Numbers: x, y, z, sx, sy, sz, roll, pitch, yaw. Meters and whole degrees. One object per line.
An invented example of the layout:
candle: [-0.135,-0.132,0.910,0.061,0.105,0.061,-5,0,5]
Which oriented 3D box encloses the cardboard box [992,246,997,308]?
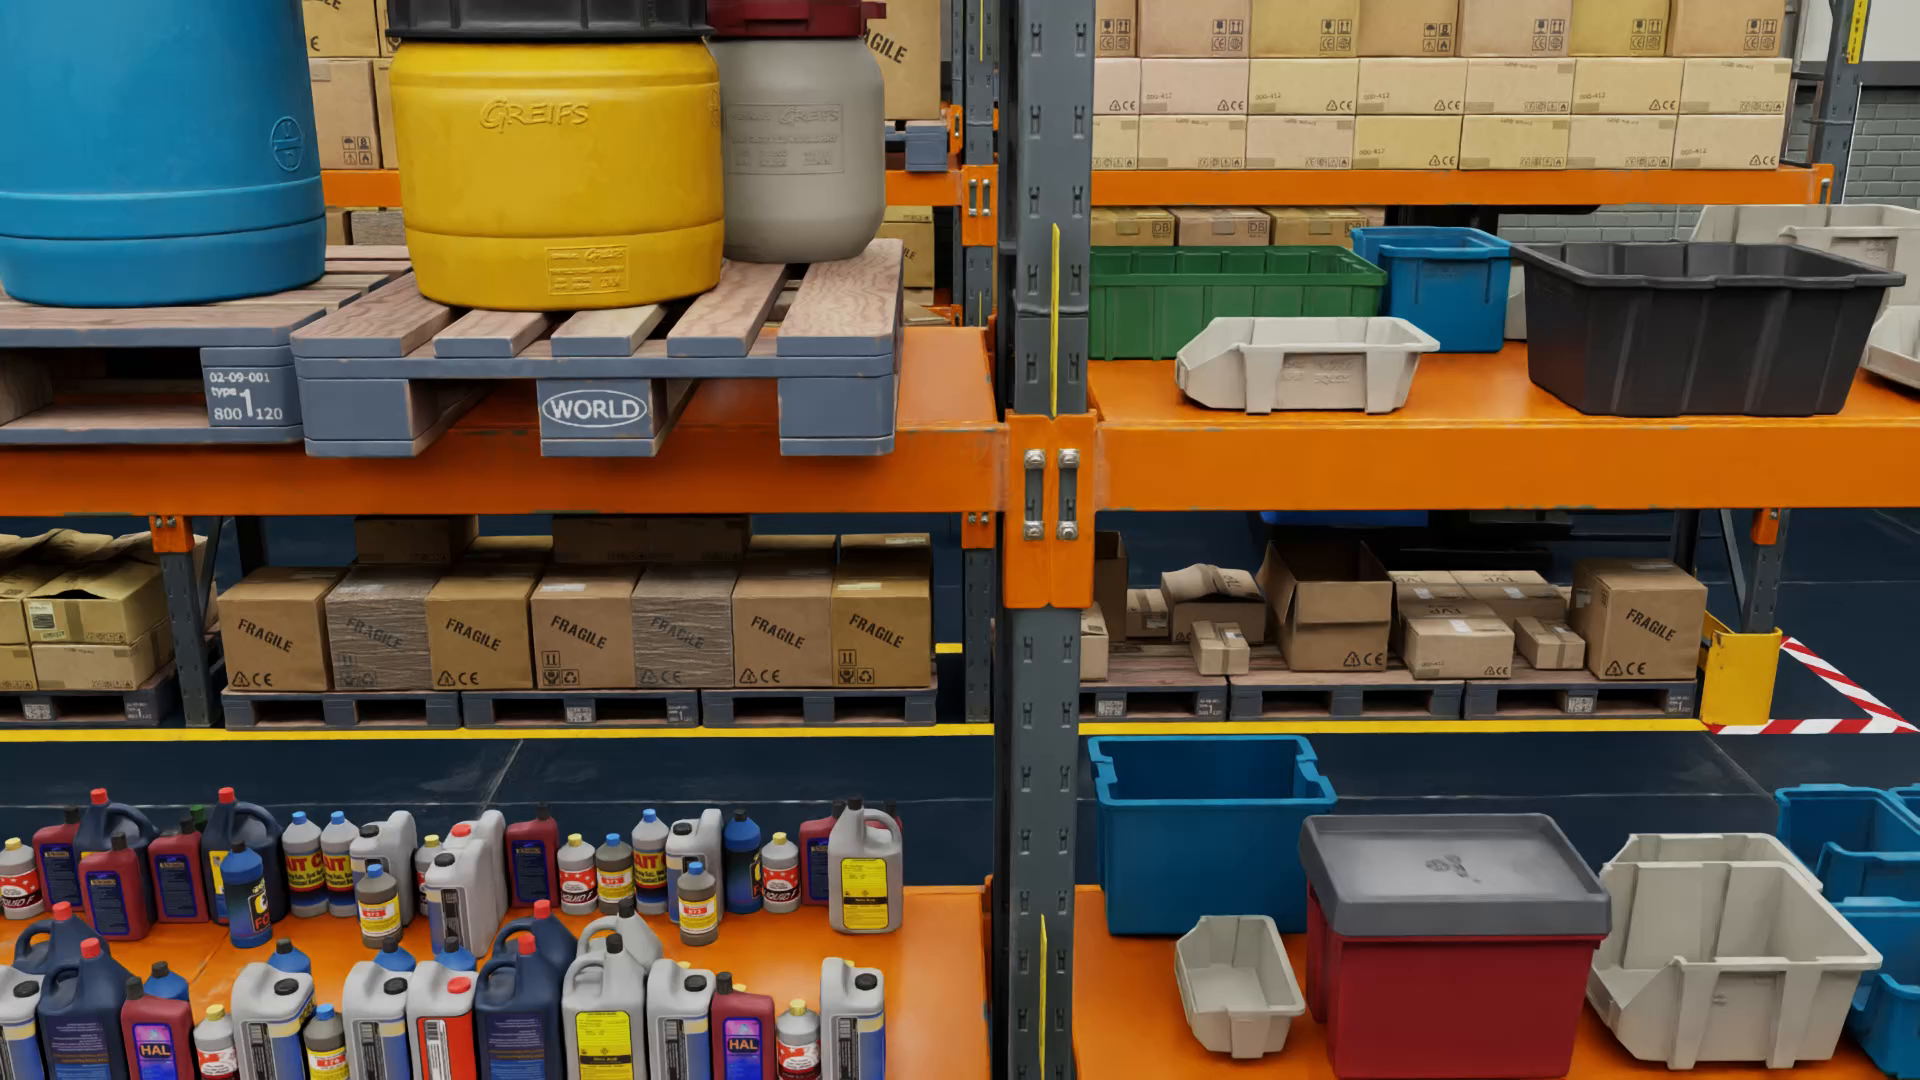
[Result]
cardboard box: [0.545,-2.285,13.270,0.700,0.700,0.980,0,18,0]

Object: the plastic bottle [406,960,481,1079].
plastic bottle: [-1.100,1.045,3.583,0.135,0.276,0.152,0,18,-1]

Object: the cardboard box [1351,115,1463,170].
cardboard box: [2.074,-1.922,7.964,0.500,0.250,0.500,0,18,-1]

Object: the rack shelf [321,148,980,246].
rack shelf: [-1.916,-1.708,8.228,4.000,0.370,1.077,0,18,-1]

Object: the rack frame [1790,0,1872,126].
rack frame: [4.083,-3.508,7.750,0.127,3.000,1.000,0,18,-1]

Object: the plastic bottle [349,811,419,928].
plastic bottle: [-1.468,0.832,4.248,0.135,0.276,0.152,0,18,-1]

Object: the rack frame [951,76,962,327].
rack frame: [0.002,-2.145,13.323,0.127,3.000,1.000,0,18,-1]

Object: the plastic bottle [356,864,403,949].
plastic bottle: [-1.448,0.905,4.141,0.097,0.201,0.097,0,18,0]

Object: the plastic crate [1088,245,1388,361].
plastic crate: [0.577,-0.541,3.759,0.662,0.188,0.450,0,18,-1]

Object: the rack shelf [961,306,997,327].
rack shelf: [2.002,-1.812,13.463,4.000,0.370,1.077,0,18,-1]

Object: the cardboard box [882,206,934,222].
cardboard box: [-0.461,-2.620,12.894,0.500,0.250,0.500,0,18,0]

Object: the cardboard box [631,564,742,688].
cardboard box: [-1.401,0.441,8.634,0.500,0.500,0.500,0,18,0]

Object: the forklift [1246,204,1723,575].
forklift: [3.519,-1.336,10.913,3.031,2.935,1.130,1,18,3]

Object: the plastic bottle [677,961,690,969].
plastic bottle: [-0.616,1.040,3.720,0.097,0.201,0.097,0,18,0]

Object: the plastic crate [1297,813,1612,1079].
plastic crate: [1.055,0.894,3.646,0.583,0.464,0.402,0,18,-1]

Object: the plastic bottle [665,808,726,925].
plastic bottle: [-0.676,0.828,4.260,0.135,0.276,0.152,0,18,-1]

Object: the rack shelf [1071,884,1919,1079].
rack shelf: [2.158,1.214,4.030,4.000,0.370,1.077,0,18,-1]

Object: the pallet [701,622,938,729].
pallet: [-0.729,0.711,8.984,1.213,0.211,1.003,0,18,-1]

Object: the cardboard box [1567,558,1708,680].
cardboard box: [3.544,0.407,8.739,0.500,0.500,0.500,0,18,-1]

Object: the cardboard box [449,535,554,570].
cardboard box: [-2.467,0.290,9.106,0.500,0.500,0.500,-1,18,-3]

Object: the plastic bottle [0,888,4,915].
plastic bottle: [-2.513,0.864,4.270,0.097,0.201,0.097,0,18,0]

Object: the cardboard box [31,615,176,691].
cardboard box: [-4.438,0.574,8.662,0.500,0.250,0.500,0,18,0]

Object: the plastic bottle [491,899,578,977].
plastic bottle: [-0.943,0.966,3.707,0.185,0.351,0.144,0,18,-1]

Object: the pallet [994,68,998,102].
pallet: [0.820,-3.532,12.881,1.213,0.211,1.003,0,18,-1]

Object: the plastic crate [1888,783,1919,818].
plastic crate: [2.589,0.820,4.257,0.300,0.233,0.416,0,18,-1]

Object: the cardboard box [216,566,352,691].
cardboard box: [-3.456,0.453,8.596,0.500,0.500,0.500,0,18,1]

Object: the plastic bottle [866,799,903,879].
plastic bottle: [-0.215,0.808,4.309,0.133,0.283,0.061,0,18,-1]

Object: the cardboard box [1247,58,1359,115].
cardboard box: [1.574,-2.155,7.871,0.500,0.250,0.500,0,18,-1]

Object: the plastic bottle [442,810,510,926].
plastic bottle: [-1.236,0.830,4.251,0.135,0.276,0.152,0,18,-1]

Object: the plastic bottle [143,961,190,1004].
plastic bottle: [-1.716,1.040,3.606,0.097,0.271,0.097,0,18,0]

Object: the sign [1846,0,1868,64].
sign: [4.072,-2.331,7.545,0.005,0.325,0.100,0,18,-1]

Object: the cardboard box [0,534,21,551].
cardboard box: [-5.479,0.149,9.067,0.500,0.311,0.500,-1,18,-2]

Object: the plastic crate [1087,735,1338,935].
plastic crate: [0.620,0.754,4.215,0.575,0.384,0.392,0,18,-1]

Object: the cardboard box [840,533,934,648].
cardboard box: [-0.404,0.277,9.146,0.500,0.500,0.500,-1,18,-3]

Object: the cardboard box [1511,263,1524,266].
cardboard box: [2.619,-1.082,8.210,0.500,0.500,0.500,0,18,1]

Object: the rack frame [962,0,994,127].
rack frame: [0.084,-3.488,7.690,0.127,3.000,1.000,0,18,-1]

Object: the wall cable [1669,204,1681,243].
wall cable: [5.267,-2.943,14.148,1.851,1.984,0.084,0,18,-1]

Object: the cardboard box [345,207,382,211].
cardboard box: [-4.663,-2.675,13.028,0.250,0.149,0.380,-3,18,-10]

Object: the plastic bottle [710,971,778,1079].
plastic bottle: [-0.461,1.052,3.548,0.133,0.283,0.061,0,18,-1]

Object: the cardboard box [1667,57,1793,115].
cardboard box: [3.574,-2.166,7.905,0.500,0.250,0.500,0,18,-1]

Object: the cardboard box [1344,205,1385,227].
cardboard box: [3.492,-2.301,13.320,0.700,0.700,0.980,1,18,2]

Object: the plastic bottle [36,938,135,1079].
plastic bottle: [-1.857,1.014,3.556,0.185,0.351,0.144,0,18,-1]

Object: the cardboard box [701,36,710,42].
cardboard box: [-1.089,-2.365,8.085,0.600,0.600,0.600,0,18,-1]

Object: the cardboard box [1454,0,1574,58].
cardboard box: [2.570,-2.584,7.981,0.500,0.500,0.700,0,18,-1]

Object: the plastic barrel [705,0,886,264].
plastic barrel: [-0.372,-0.886,3.578,0.433,0.535,0.433,0,18,0]

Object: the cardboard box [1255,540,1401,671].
cardboard box: [1.962,0.337,8.954,0.637,0.503,0.797,0,18,-1]

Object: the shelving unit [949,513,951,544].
shelving unit: [0.054,-0.500,11.388,0.252,1.050,0.215,0,18,-1]

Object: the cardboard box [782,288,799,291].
cardboard box: [-1.352,-1.951,13.096,0.250,0.149,0.380,0,18,-1]

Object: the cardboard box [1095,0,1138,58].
cardboard box: [0.569,-2.598,8.024,0.500,0.500,0.700,0,18,-1]
